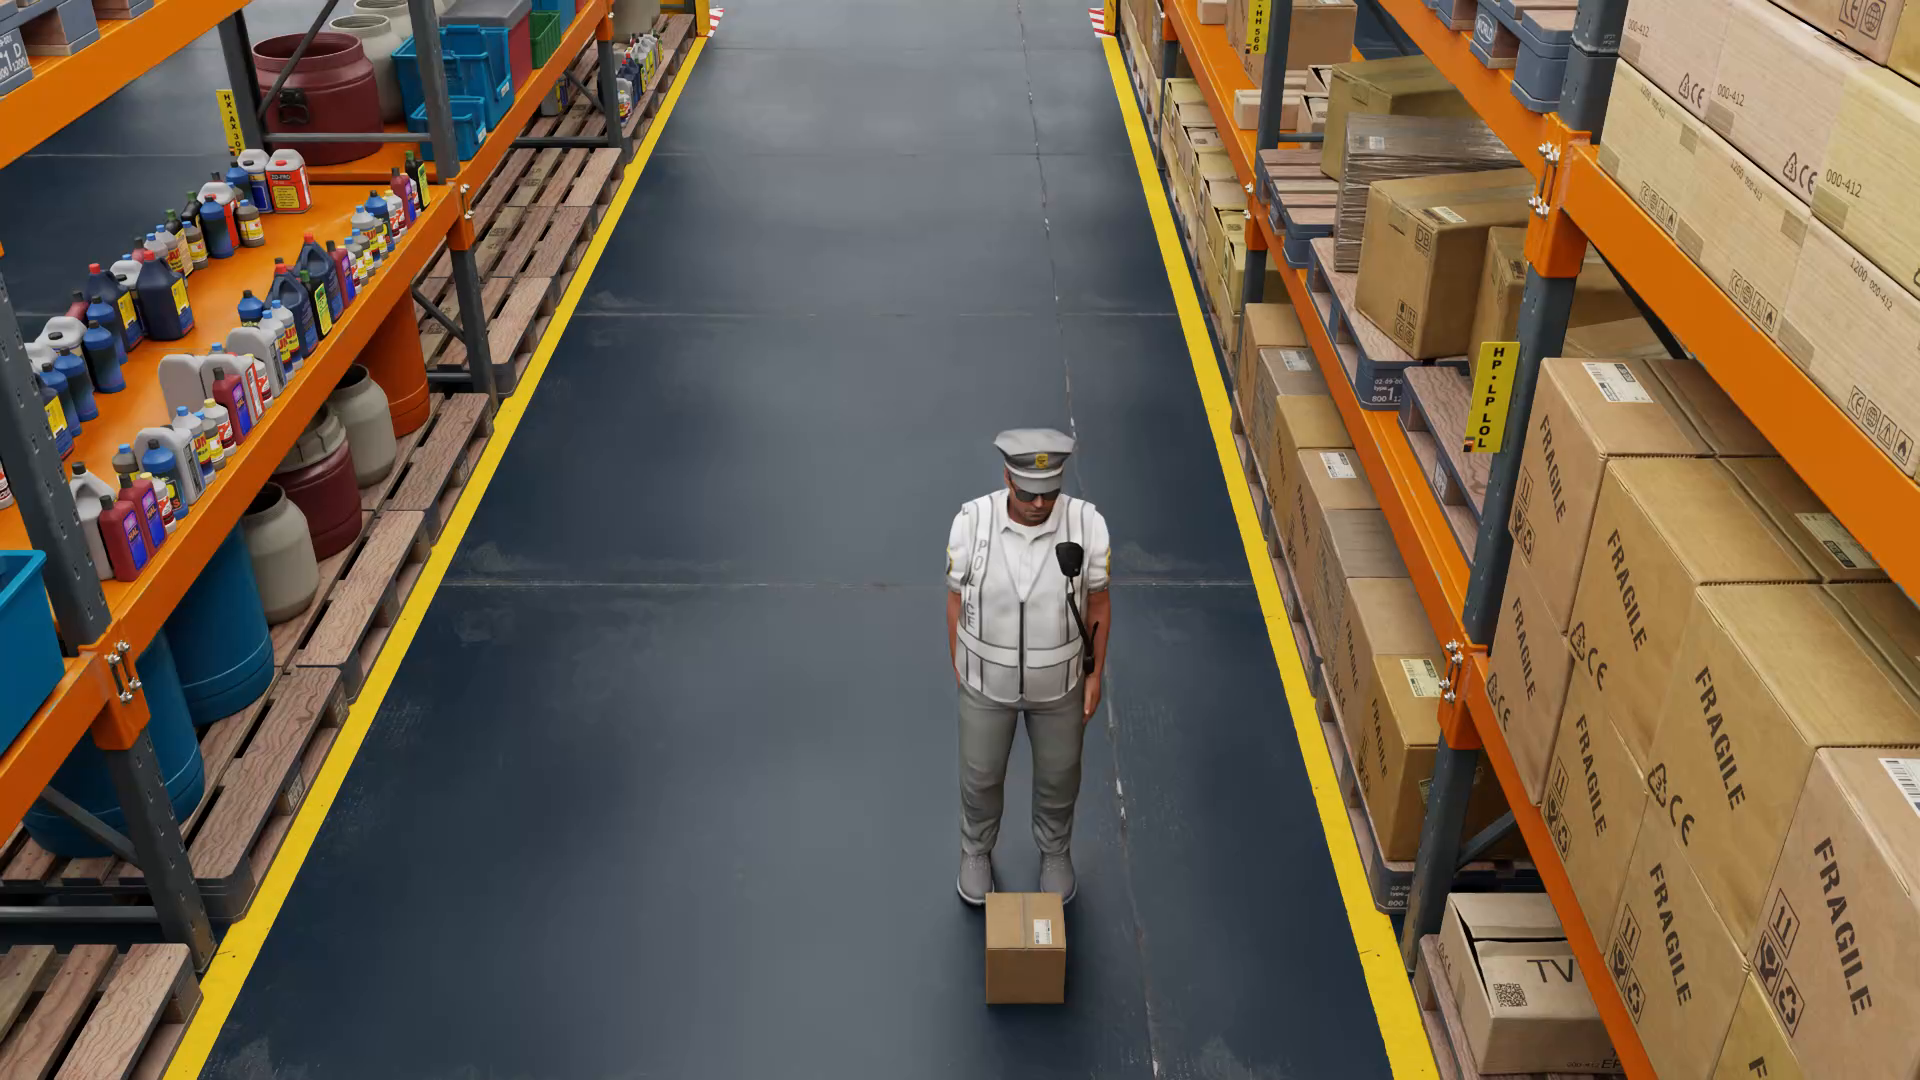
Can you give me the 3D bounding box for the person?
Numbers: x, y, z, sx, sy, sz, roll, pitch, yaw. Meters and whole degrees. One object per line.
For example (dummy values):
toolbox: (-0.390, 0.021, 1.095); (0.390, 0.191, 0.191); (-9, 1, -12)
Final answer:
person: (0.220, 0.442, 5.425); (0.529, 1.757, 0.393); (1, 31, 1)
